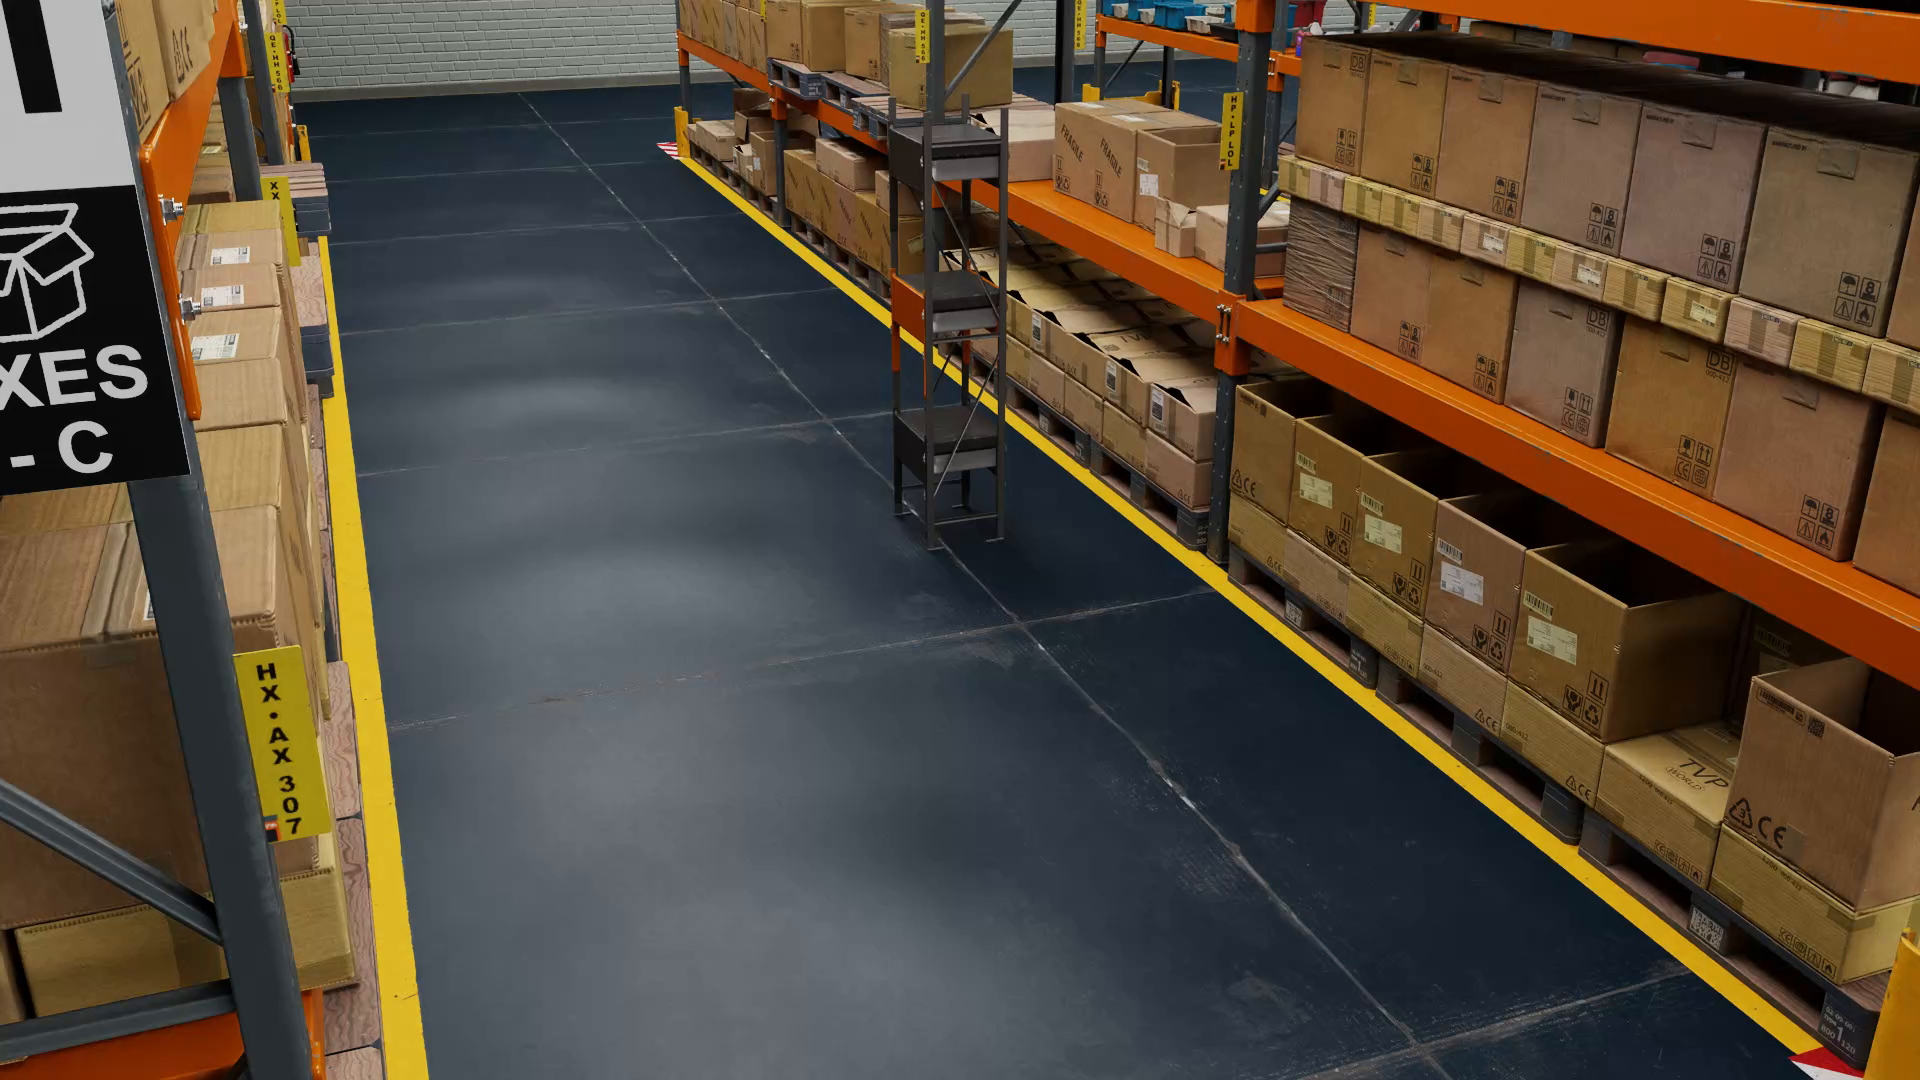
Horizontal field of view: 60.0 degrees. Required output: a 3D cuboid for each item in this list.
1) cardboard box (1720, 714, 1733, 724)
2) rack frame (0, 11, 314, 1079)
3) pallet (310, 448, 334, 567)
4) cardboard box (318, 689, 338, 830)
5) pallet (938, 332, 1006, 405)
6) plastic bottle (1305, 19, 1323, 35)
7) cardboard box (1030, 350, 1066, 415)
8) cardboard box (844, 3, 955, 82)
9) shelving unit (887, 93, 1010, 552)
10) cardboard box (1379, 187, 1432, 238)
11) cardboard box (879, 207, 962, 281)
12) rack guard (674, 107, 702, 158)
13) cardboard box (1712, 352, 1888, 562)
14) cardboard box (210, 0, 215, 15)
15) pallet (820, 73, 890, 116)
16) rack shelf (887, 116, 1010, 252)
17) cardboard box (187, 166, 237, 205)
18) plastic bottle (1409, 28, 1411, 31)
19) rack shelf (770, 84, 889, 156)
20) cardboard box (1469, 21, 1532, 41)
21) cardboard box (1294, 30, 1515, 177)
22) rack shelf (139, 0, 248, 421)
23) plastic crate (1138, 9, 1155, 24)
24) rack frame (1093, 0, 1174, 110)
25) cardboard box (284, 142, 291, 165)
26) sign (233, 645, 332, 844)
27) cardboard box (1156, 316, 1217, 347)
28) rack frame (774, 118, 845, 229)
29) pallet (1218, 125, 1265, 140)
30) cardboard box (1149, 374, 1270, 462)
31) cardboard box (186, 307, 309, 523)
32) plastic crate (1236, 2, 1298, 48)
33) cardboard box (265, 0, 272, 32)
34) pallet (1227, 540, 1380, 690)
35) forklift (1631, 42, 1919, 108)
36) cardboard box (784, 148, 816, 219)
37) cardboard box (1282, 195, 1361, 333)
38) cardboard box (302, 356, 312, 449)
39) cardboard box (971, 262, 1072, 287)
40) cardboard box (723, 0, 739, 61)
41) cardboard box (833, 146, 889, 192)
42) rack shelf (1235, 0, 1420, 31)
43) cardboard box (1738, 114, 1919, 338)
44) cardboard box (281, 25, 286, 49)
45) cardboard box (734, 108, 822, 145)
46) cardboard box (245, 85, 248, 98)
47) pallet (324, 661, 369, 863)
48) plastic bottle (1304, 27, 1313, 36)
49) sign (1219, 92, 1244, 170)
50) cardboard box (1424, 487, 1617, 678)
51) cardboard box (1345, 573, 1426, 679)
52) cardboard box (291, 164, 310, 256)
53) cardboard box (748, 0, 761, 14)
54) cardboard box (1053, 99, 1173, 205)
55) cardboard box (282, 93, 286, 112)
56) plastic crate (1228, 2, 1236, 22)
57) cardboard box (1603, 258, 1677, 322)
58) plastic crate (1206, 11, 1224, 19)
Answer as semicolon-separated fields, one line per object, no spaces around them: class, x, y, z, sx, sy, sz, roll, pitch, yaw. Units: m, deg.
cardboard box;2.756;0.592;5.984;0.500;0.250;0.500;-8;24;-19
rack frame;-1.539;0.787;2.520;1.000;3.000;0.127;-8;24;-19
pallet;-3.663;-0.108;8.234;1.003;0.211;1.213;-8;24;-19
cardboard box;-1.611;0.440;3.512;0.500;0.250;0.500;-9;25;-21
pallet;0.522;-1.211;10.851;1.003;0.211;1.213;-8;24;-19
plastic bottle;3.325;-4.722;15.656;0.144;0.351;0.185;-8;24;-19
cardboard box;0.727;-0.939;9.616;0.500;0.250;0.500;-8;24;-18
cardboard box;-0.463;-3.860;12.877;0.700;0.500;0.500;-15;27;-32
shelving unit;-0.058;-1.028;7.985;0.431;2.100;0.503;-8;24;-19
cardboard box;1.870;-1.288;6.480;0.380;0.149;0.250;-9;24;-19
cardboard box;-0.282;-2.159;12.162;0.500;0.500;0.500;-7;24;-17
rack guard;-2.532;-4.528;18.349;1.175;0.500;0.348;-8;24;-19
cardboard box;2.751;-0.301;4.974;0.700;0.500;0.500;-8;24;-18
cardboard box;-1.976;-1.386;3.659;0.500;0.500;0.500;-7;24;-16
pallet;-0.424;-3.418;12.745;1.003;0.211;1.213;-8;24;-19
rack shelf;-0.058;-1.660;7.718;0.431;0.518;0.480;-8;24;-19
cardboard box;-3.100;-1.104;6.313;0.700;0.500;0.500;-8;24;-19
plastic bottle;4.121;-4.620;15.414;0.144;0.351;0.185;-8;24;-19
rack shelf;-0.439;-3.196;12.896;1.077;0.370;4.000;-8;24;-19
cardboard box;7.011;-6.058;20.956;0.875;0.875;0.875;-8;24;-19
cardboard box;1.843;-1.831;6.932;0.700;0.500;0.500;-8;24;-19
rack shelf;-2.246;-0.990;3.801;1.077;0.370;4.000;-8;24;-19
plastic crate;2.132;-5.782;18.369;0.250;0.136;0.298;-8;24;-19
rack frame;2.077;-6.386;19.538;1.000;3.000;0.127;-8;24;-19
cardboard box;-4.360;-2.365;10.297;0.380;0.149;0.250;-8;24;-17
sign;-1.032;0.314;2.528;0.100;0.325;0.005;-8;24;-19
cardboard box;1.412;-1.087;9.244;0.500;0.311;0.500;-9;25;-21
rack frame;-1.145;-4.254;14.481;1.000;3.000;0.127;-8;24;-19
pallet;2.759;-4.353;18.306;1.003;0.211;1.213;-8;24;-19
cardboard box;1.270;-0.640;8.183;0.500;0.311;0.500;-8;24;-19
cardboard box;-1.962;-0.268;4.227;0.500;0.500;0.500;-8;24;-17
plastic crate;3.006;-5.075;16.373;0.392;0.384;0.575;-8;24;-19
cardboard box;-5.022;-3.604;11.435;0.500;0.250;0.500;-8;24;-18
pallet;1.923;0.233;7.426;1.003;0.211;1.213;-8;24;-19
forklift;3.697;-1.425;7.857;1.130;2.935;3.031;-5;23;-12
cardboard box;-1.202;-3.096;14.384;0.500;0.500;0.500;-9;25;-21
cardboard box;1.843;-1.233;7.184;0.700;0.500;0.500;-9;24;-20
cardboard box;-2.501;-0.476;5.684;0.500;0.250;0.500;-8;24;-19
cardboard box;0.371;-1.565;10.379;0.500;0.311;0.500;-9;24;-20
cardboard box;-1.929;-4.820;15.695;0.500;0.500;0.500;-8;24;-18
cardboard box;-0.671;-2.896;12.944;0.500;0.250;0.500;-9;24;-20
rack shelf;0.974;-3.125;8.865;1.077;0.370;4.000;-8;24;-19
cardboard box;2.731;-0.919;4.768;0.700;0.500;0.500;-9;24;-20
cardboard box;-7.002;-4.981;15.818;0.980;0.700;0.700;-7;24;-17
cardboard box;-1.814;-3.988;16.498;0.797;0.503;0.637;-8;24;-19
cardboard box;-4.190;-2.199;8.910;0.700;0.500;0.500;-11;25;-25
pallet;-2.682;0.858;5.942;1.003;0.211;1.213;-8;24;-19
plastic bottle;3.268;-4.638;15.543;0.061;0.283;0.133;-8;24;-19
sign;1.177;-1.766;7.189;0.100;0.325;0.005;-8;24;-19
cardboard box;2.084;0.137;6.097;0.500;0.500;0.500;-8;24;-19
cardboard box;1.905;0.301;6.673;0.500;0.250;0.500;-8;24;-19
cardboard box;-5.110;-2.235;11.917;0.750;0.750;0.750;-8;24;-17
cardboard box;-1.566;-4.909;14.619;0.500;0.500;0.500;-8;24;-19
cardboard box;0.876;-2.239;9.572;0.500;0.500;0.500;-10;25;-22
cardboard box;-4.839;-3.084;11.166;0.500;0.500;0.500;-8;24;-17
plastic crate;3.123;-5.485;17.478;0.437;0.282;0.530;-8;24;-19
cardboard box;2.322;-0.822;5.373;0.380;0.149;0.250;-8;24;-18
plastic crate;2.866;-5.710;18.198;0.298;0.136;0.250;-8;24;-19
